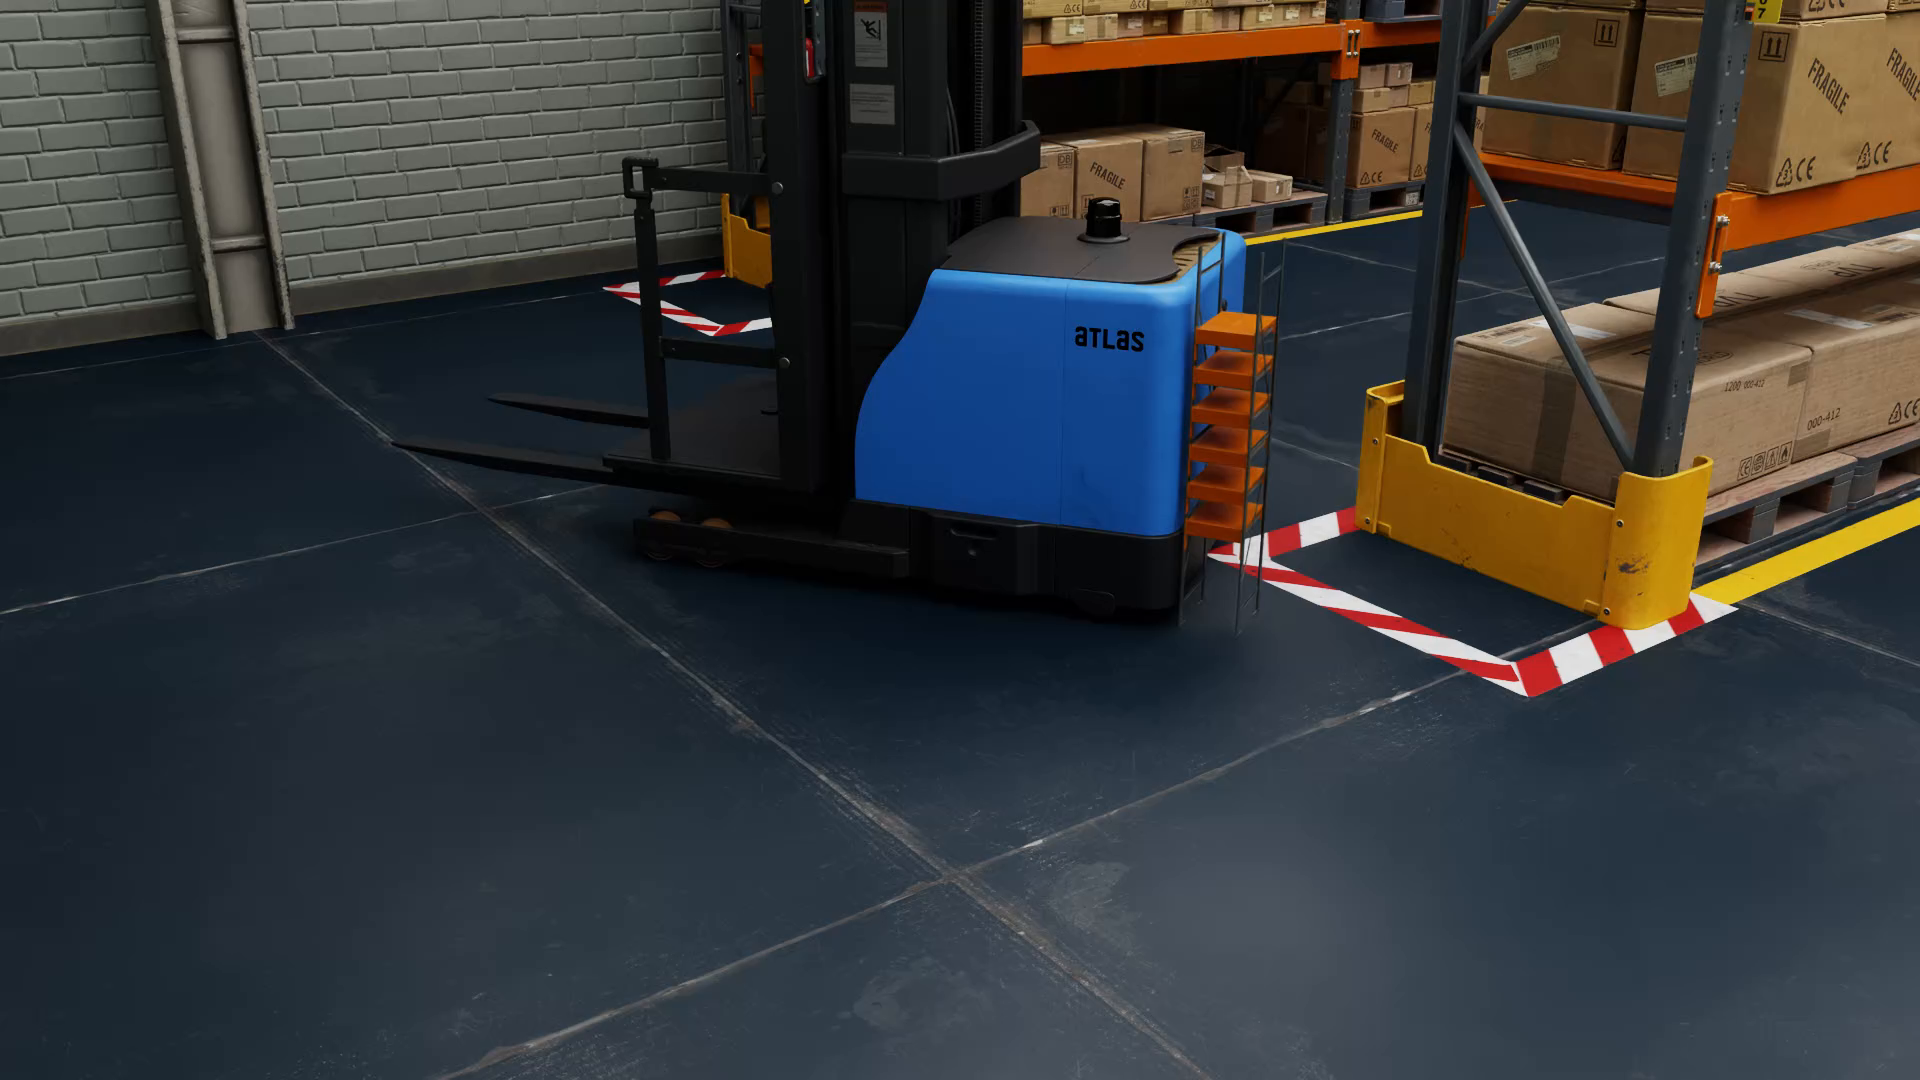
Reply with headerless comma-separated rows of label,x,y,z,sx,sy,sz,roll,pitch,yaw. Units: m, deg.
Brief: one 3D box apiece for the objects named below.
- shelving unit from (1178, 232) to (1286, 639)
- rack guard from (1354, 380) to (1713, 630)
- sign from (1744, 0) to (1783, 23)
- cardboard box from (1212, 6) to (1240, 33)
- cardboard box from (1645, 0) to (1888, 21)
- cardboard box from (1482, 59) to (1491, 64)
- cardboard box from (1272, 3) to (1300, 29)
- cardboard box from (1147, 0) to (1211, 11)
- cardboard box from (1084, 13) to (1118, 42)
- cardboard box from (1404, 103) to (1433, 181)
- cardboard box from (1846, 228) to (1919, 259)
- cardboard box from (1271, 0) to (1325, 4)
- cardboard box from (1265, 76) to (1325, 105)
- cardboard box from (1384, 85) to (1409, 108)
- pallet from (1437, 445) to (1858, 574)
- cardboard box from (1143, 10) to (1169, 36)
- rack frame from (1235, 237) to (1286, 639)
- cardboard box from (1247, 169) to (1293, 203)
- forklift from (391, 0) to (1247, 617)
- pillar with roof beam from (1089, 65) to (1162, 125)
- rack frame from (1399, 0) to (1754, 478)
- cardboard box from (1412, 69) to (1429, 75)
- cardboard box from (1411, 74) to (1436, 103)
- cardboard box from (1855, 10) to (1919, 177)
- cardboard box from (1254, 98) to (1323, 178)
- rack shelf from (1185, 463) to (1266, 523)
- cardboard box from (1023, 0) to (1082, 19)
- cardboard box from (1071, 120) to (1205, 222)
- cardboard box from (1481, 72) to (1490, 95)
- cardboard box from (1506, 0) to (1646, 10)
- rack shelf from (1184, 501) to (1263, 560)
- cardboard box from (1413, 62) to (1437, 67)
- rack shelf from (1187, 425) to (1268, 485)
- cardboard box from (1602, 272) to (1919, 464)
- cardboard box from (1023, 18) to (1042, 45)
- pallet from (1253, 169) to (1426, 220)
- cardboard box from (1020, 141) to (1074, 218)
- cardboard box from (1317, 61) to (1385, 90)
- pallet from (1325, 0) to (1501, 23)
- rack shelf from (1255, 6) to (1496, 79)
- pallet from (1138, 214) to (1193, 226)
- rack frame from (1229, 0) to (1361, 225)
shelving unit,0.821,-0.307,5.048,0.189,1.200,0.258,10,24,24
rack guard,1.886,-0.153,5.606,0.348,0.500,1.175,-15,26,-33
sign,2.225,-1.590,4.559,0.005,0.325,0.100,-15,26,-33
cardboard box,1.515,-3.241,10.311,0.250,0.149,0.380,-14,26,-31
cardboard box,2.462,-1.849,4.998,0.500,0.500,0.500,-16,27,-34
cardboard box,4.048,-3.631,12.878,0.250,0.149,0.380,-16,27,-34
cardboard box,1.941,-3.353,10.592,0.250,0.149,0.380,-14,26,-31
cardboard box,1.170,-3.346,10.035,0.500,0.250,0.500,-15,26,-33
cardboard box,0.708,-3.011,9.734,0.250,0.149,0.380,-14,26,-32
cardboard box,3.202,-2.867,11.841,0.500,0.500,0.500,-15,26,-34
cardboard box,4.581,-1.087,7.463,0.875,0.438,0.875,-15,26,-34
cardboard box,1.980,-3.563,10.579,0.500,0.250,0.500,-14,26,-32
cardboard box,2.381,-3.180,11.748,0.250,0.149,0.380,-16,27,-35
cardboard box,2.877,-3.094,11.534,0.250,0.149,0.380,-16,27,-34
pallet,2.509,-0.221,6.166,1.213,0.211,1.003,-15,26,-33
cardboard box,1.050,-3.155,10.095,0.250,0.149,0.380,-14,26,-32
rack frame,0.903,-0.292,5.010,0.006,1.200,0.240,10,24,24
cardboard box,1.970,-2.340,10.993,0.250,0.149,0.380,-16,27,-34
forklift,-0.590,-1.441,5.553,3.031,2.935,1.130,8,23,19
pillar with roof beam,3.674,-5.290,7.010,0.400,9.000,9.100,-15,26,-33
rack frame,1.906,-1.320,5.156,0.127,3.000,1.000,-15,26,-33
cardboard box,3.231,-3.400,12.301,0.250,0.149,0.380,-14,26,-31
cardboard box,3.293,-3.216,11.841,0.250,0.149,0.380,-15,26,-34
cardboard box,2.858,-1.501,5.477,0.500,0.500,0.500,-15,26,-34
cardboard box,2.477,-2.907,11.941,0.500,0.500,0.500,-15,26,-33
rack shelf,0.821,-0.155,5.109,0.180,0.103,0.258,10,24,24
cardboard box,0.348,-3.118,9.463,0.500,0.250,0.500,-16,26,-34
cardboard box,1.115,-2.348,10.540,0.500,0.500,0.700,-16,27,-35
cardboard box,3.721,-3.312,12.081,0.250,0.149,0.380,-14,26,-31
cardboard box,2.158,-2.006,5.393,0.500,0.500,0.500,-14,26,-31
rack shelf,0.821,-0.043,5.153,0.180,0.103,0.258,10,24,24
cardboard box,3.630,-3.518,12.597,0.250,0.149,0.380,-16,27,-35
rack shelf,0.821,-0.266,5.064,0.180,0.103,0.258,10,24,24
cardboard box,3.121,-0.698,6.489,0.875,0.438,0.875,-14,26,-31
cardboard box,0.257,-2.916,9.495,0.250,0.149,0.380,-14,26,-32
pallet,2.889,-2.570,12.053,1.213,0.211,1.003,-15,26,-33
cardboard box,0.272,-2.123,9.977,0.500,0.500,0.700,-14,26,-31
cardboard box,2.662,-3.167,11.316,0.250,0.149,0.380,-15,26,-34
pallet,2.963,-3.729,11.453,1.213,0.211,1.003,-15,26,-33
rack shelf,3.874,-3.777,12.284,4.000,0.370,1.077,-15,26,-33
pallet,0.702,-1.969,10.546,1.213,0.211,1.003,-15,26,-33
rack frame,2.251,-3.678,11.066,0.127,3.000,1.000,-15,26,-33
